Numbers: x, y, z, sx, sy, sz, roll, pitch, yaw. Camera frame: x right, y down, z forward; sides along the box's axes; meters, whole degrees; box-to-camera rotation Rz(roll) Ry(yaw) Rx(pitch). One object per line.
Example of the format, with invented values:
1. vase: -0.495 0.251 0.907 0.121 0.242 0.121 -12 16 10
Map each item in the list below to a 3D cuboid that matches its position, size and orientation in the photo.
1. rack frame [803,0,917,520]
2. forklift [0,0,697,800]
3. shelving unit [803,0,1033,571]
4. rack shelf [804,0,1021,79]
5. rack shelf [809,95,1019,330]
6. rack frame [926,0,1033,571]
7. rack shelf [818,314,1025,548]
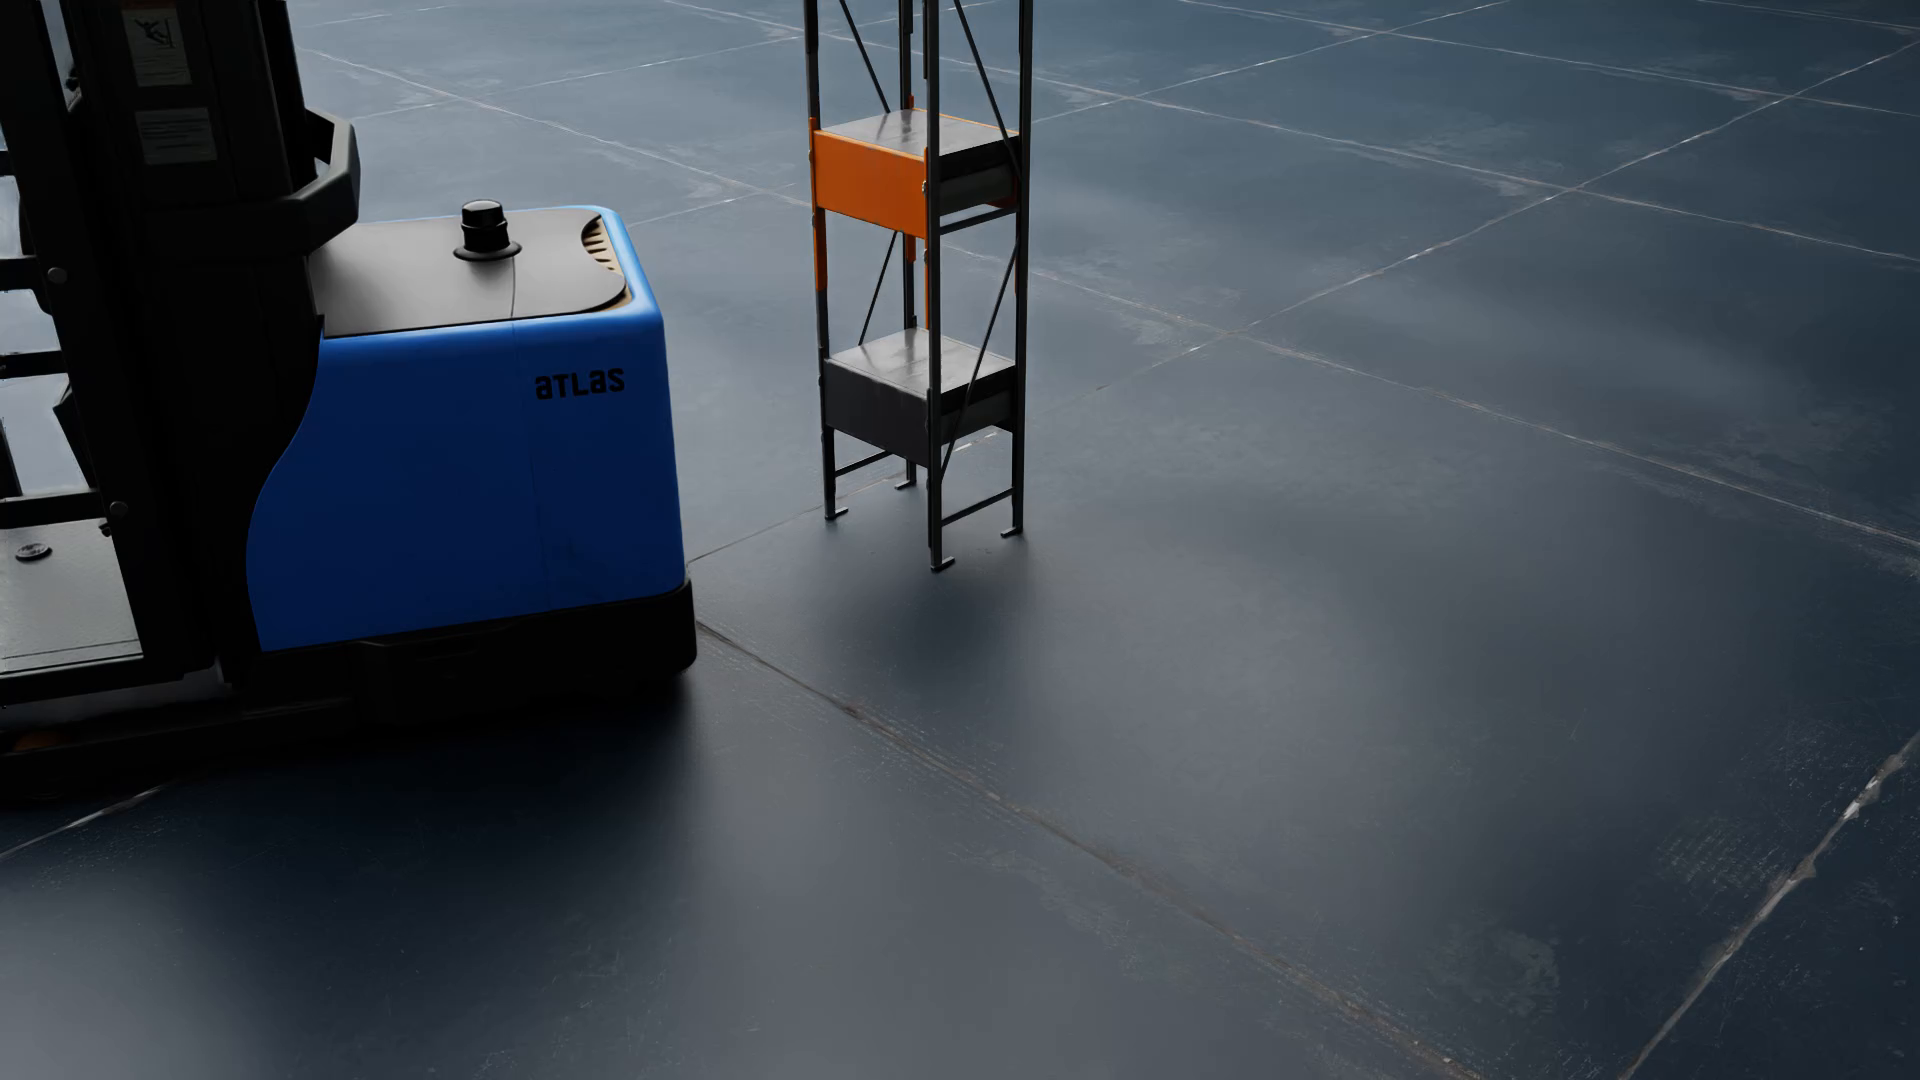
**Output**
1. rack frame: -0.292 -1.063 5.015 0.015 2.100 0.400 25 36 38
2. forklift: -2.287 -0.913 3.837 3.031 2.935 1.130 -8 29 -15
3. shelving unit: -0.118 -0.983 4.864 0.503 2.100 0.431 25 36 38
4. rack shelf: -0.118 -1.591 4.545 0.480 0.518 0.431 25 36 38
5. rack shelf: -0.118 -0.971 4.870 0.480 0.518 0.431 25 36 38
6. rack frame: 0.056 -0.904 4.713 0.015 2.100 0.400 25 36 38
7. rack shelf: -0.118 -0.352 5.196 0.480 0.518 0.431 25 36 38
